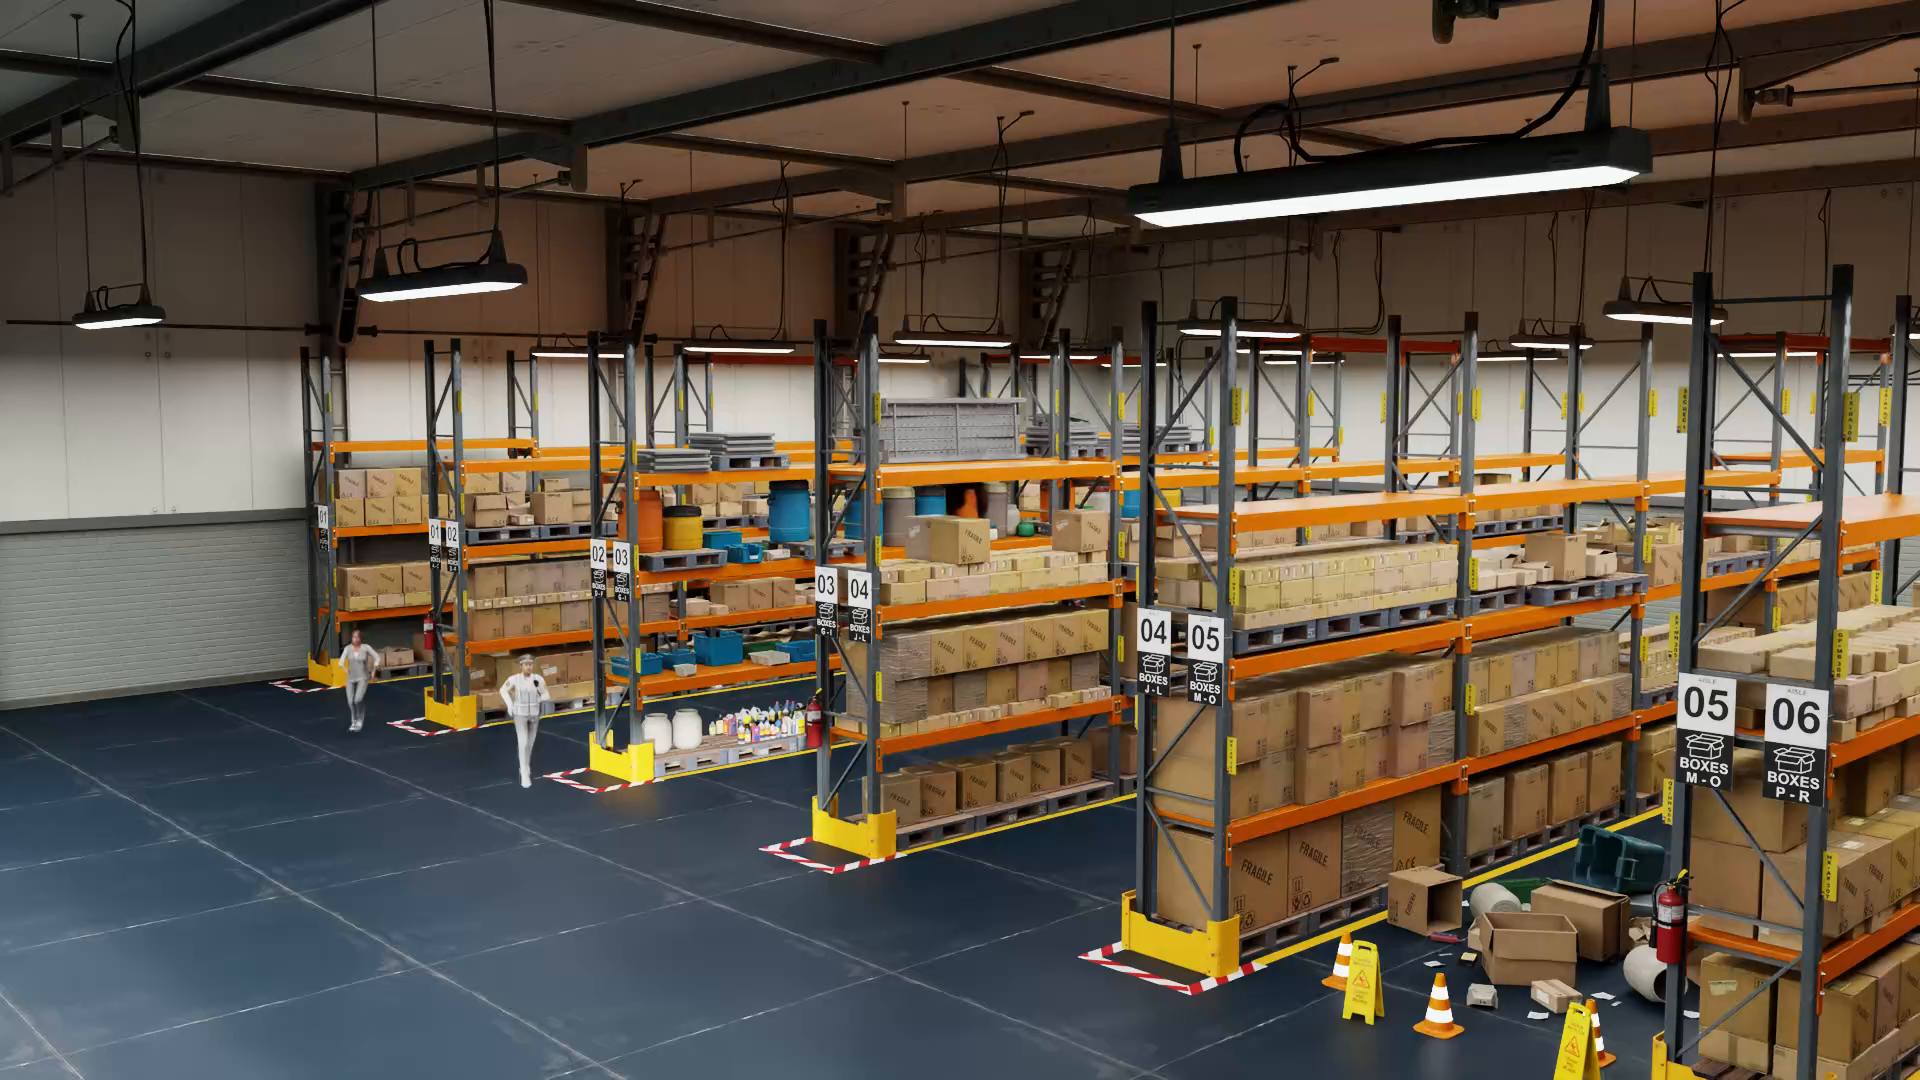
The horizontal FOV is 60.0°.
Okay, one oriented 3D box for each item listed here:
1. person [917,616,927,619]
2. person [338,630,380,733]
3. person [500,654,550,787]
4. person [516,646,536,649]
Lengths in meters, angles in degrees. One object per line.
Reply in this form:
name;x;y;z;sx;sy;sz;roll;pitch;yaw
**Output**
person;-0.675;1.523;28.646;0.603;1.698;0.665;-4;6;-38
person;-9.165;2.147;25.303;0.566;1.567;0.629;0;5;-3
person;-5.777;2.377;22.172;0.597;1.755;0.771;-3;6;-30
person;-7.461;1.817;28.676;0.609;1.654;0.611;3;6;31
